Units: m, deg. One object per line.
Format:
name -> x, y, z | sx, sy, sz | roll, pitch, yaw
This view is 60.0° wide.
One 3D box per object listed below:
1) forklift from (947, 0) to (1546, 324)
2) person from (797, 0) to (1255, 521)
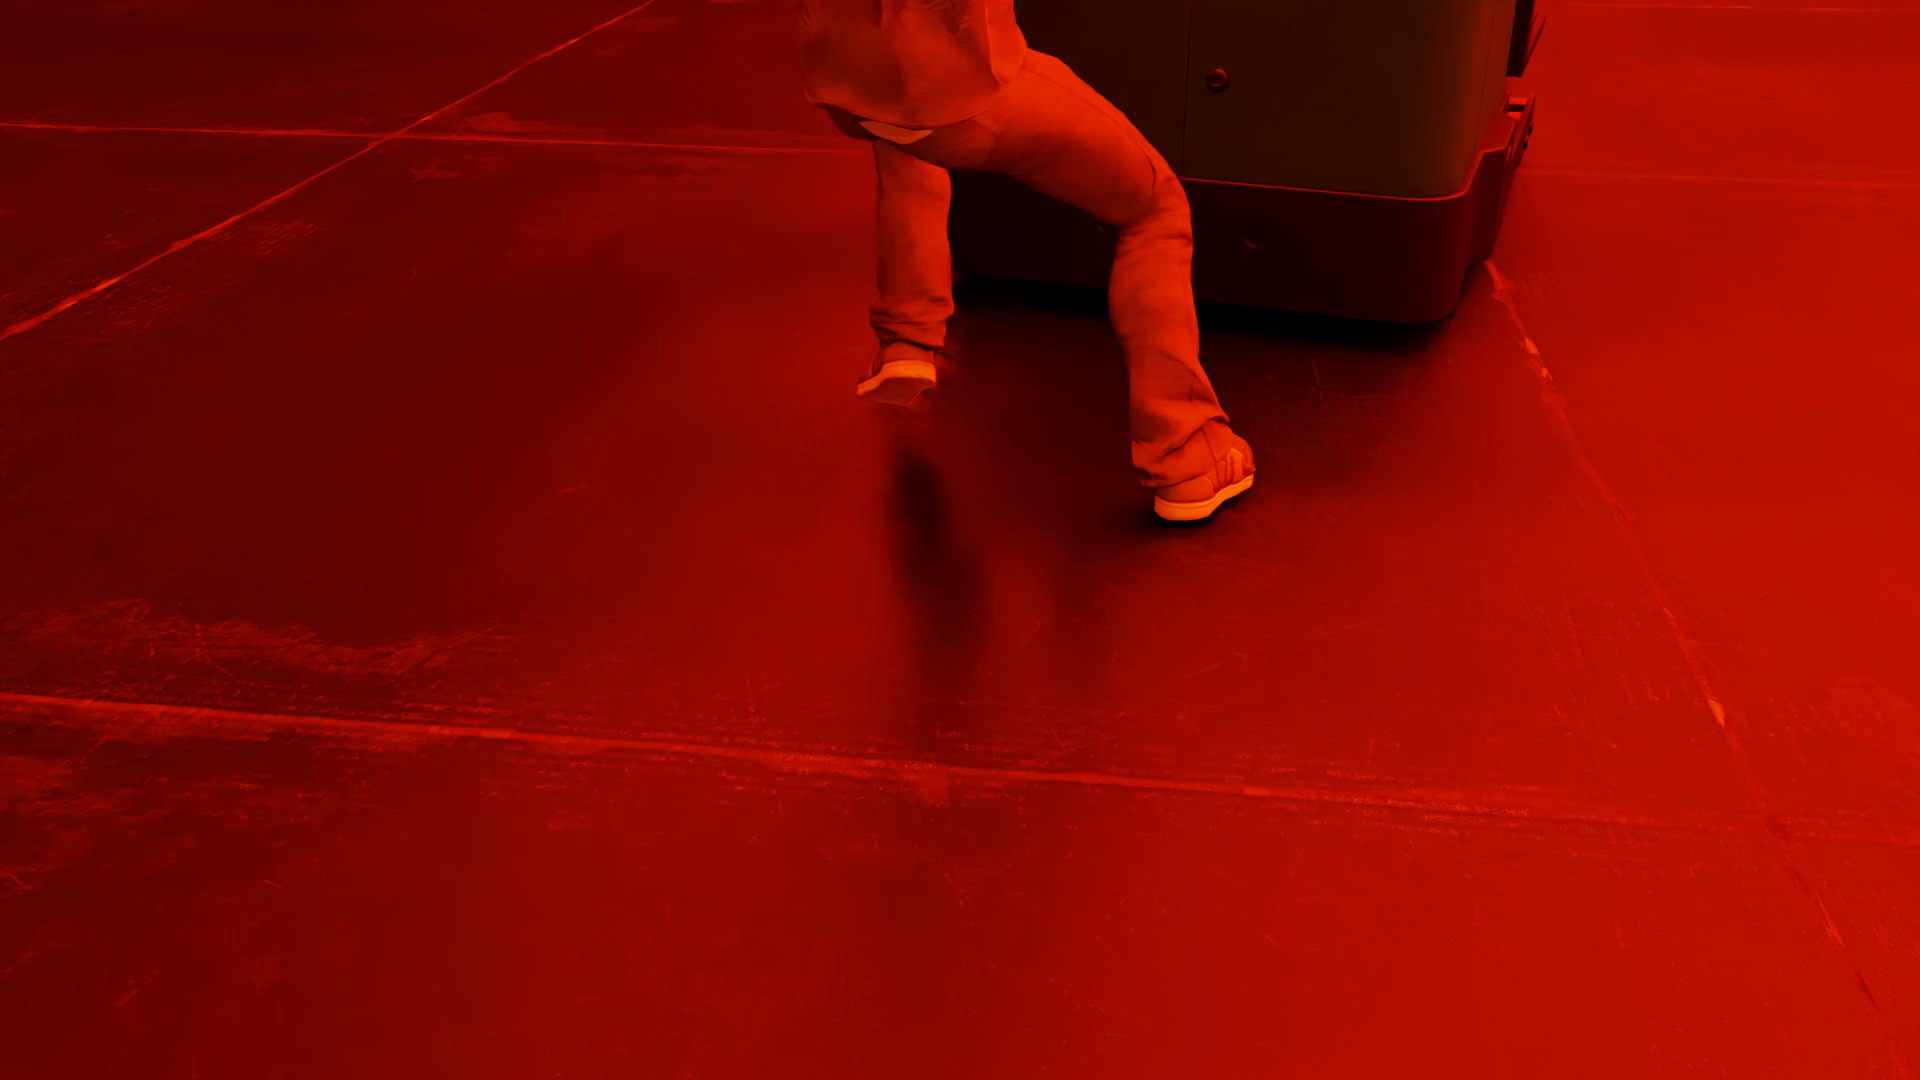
forklift -> 0.966, -2.359, 3.945 | 1.130, 2.935, 3.031 | 10, 28, 19
person -> 0.080, -0.758, 2.494 | 0.823, 1.358, 0.680 | 20, 32, 34
